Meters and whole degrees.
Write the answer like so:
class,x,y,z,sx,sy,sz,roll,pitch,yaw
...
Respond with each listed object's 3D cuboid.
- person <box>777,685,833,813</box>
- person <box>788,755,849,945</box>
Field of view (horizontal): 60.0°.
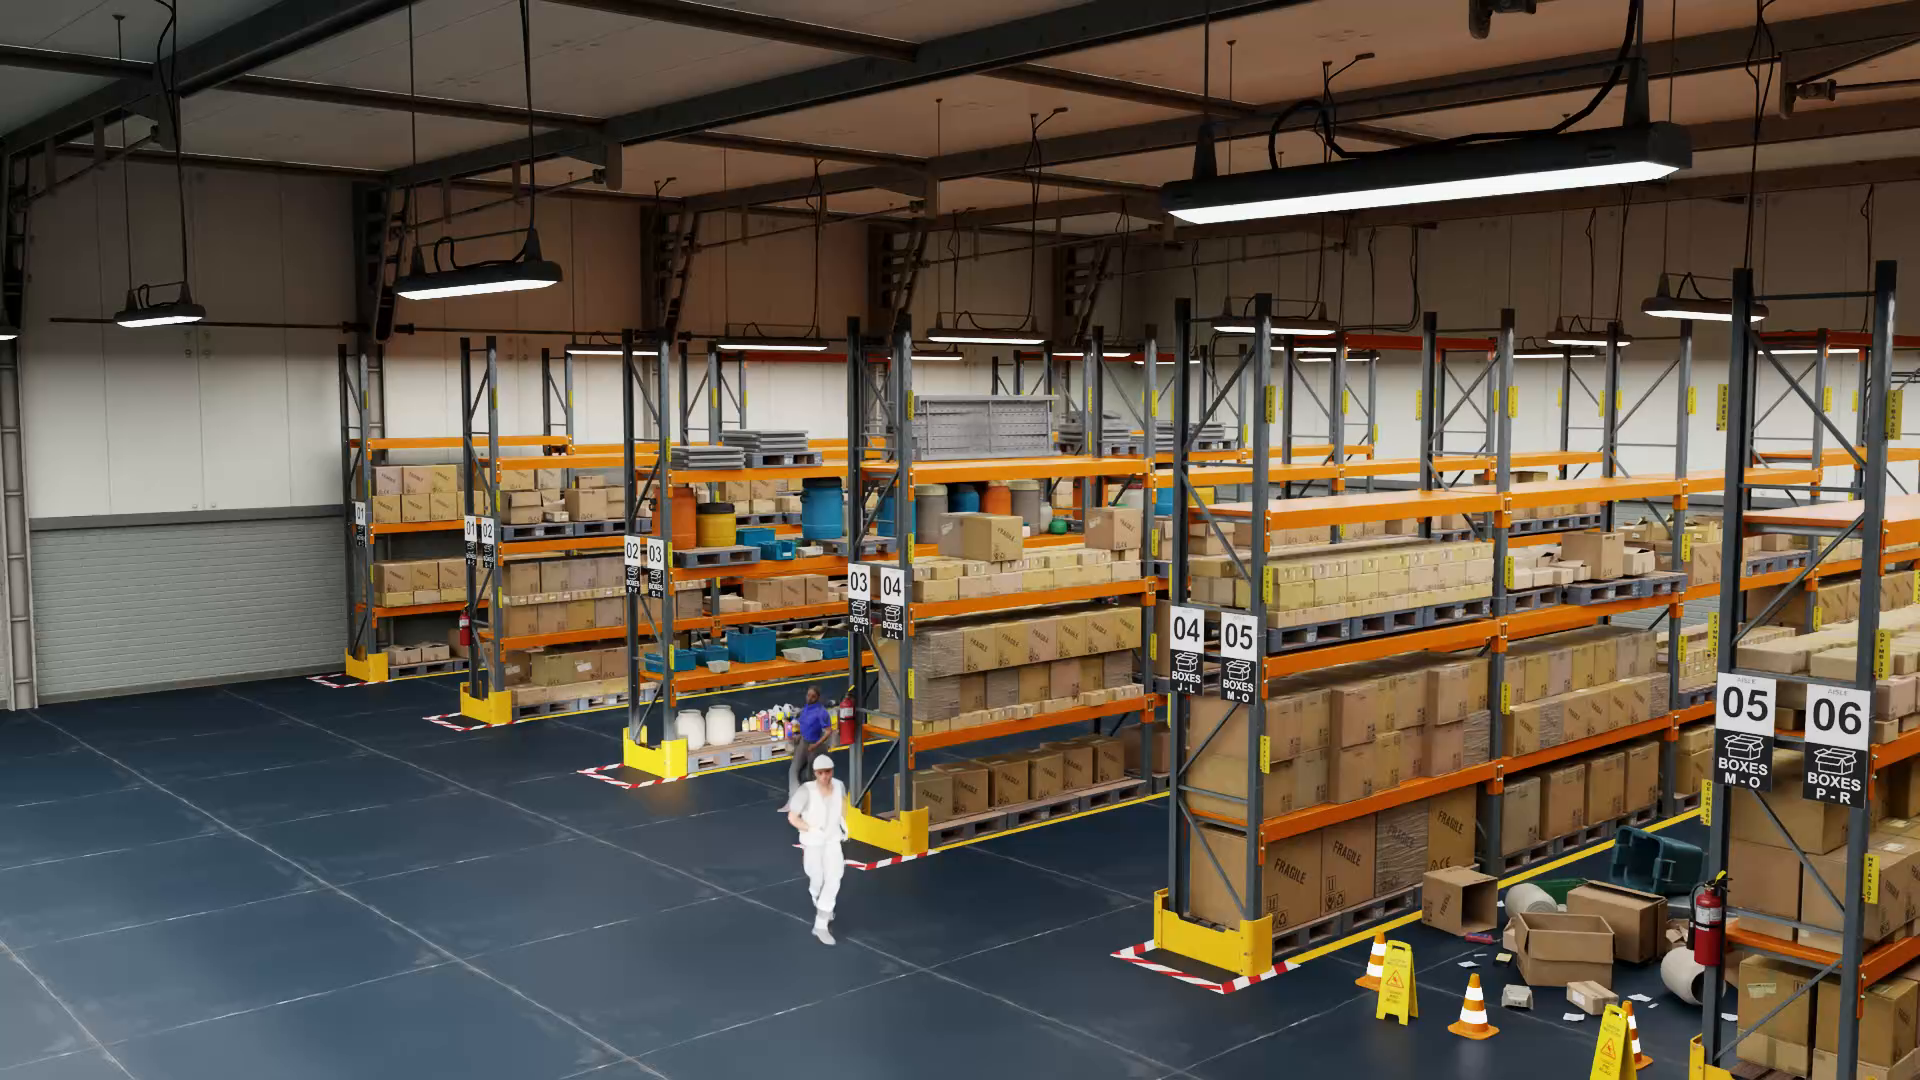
class,x,y,z,sx,sy,sz,roll,pitch,yaw
person,-1.761,2.555,20.347,0.789,1.622,0.652,-4,7,-39
person,-1.359,2.868,15.797,0.624,1.764,0.852,-2,5,-18
